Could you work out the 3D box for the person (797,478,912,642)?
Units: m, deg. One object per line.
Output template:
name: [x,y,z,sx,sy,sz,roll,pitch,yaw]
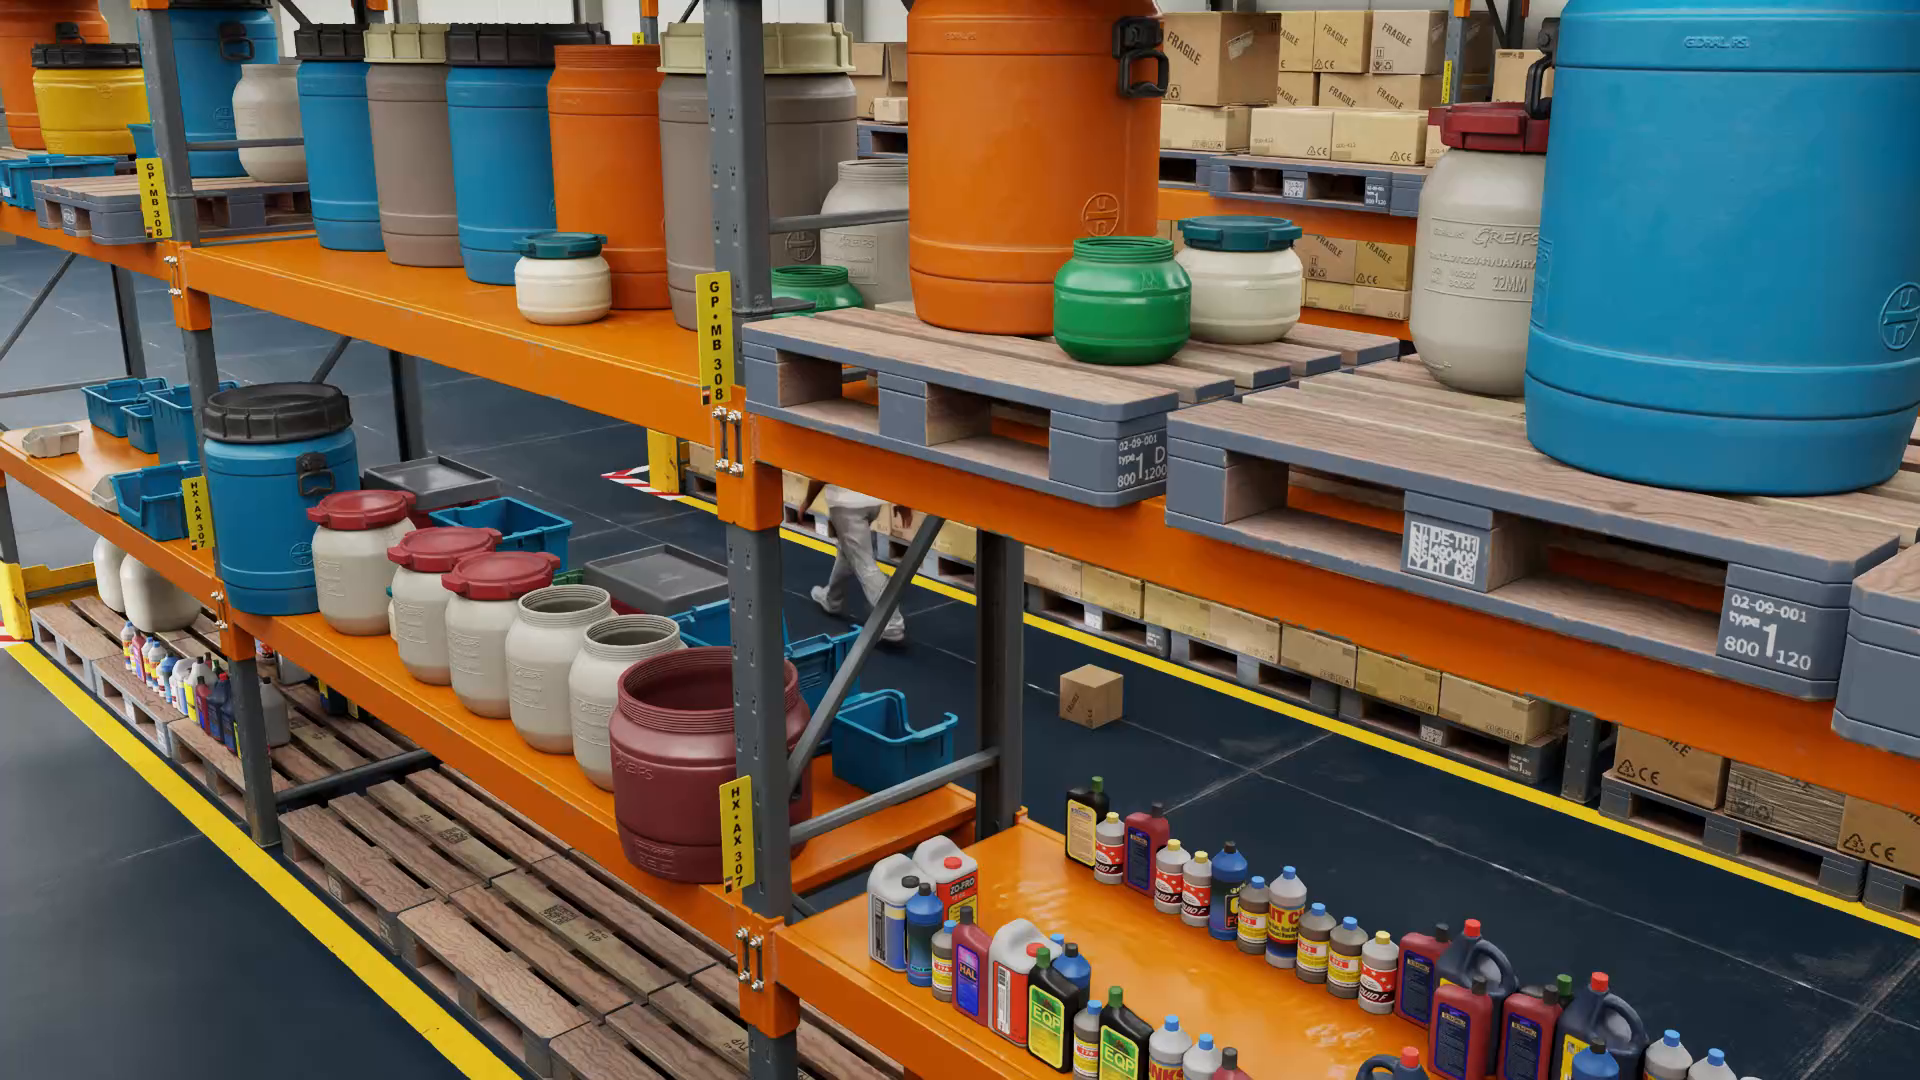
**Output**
person: [-0.684,-0.265,10.369,1.084,1.712,0.607,15,23,40]
